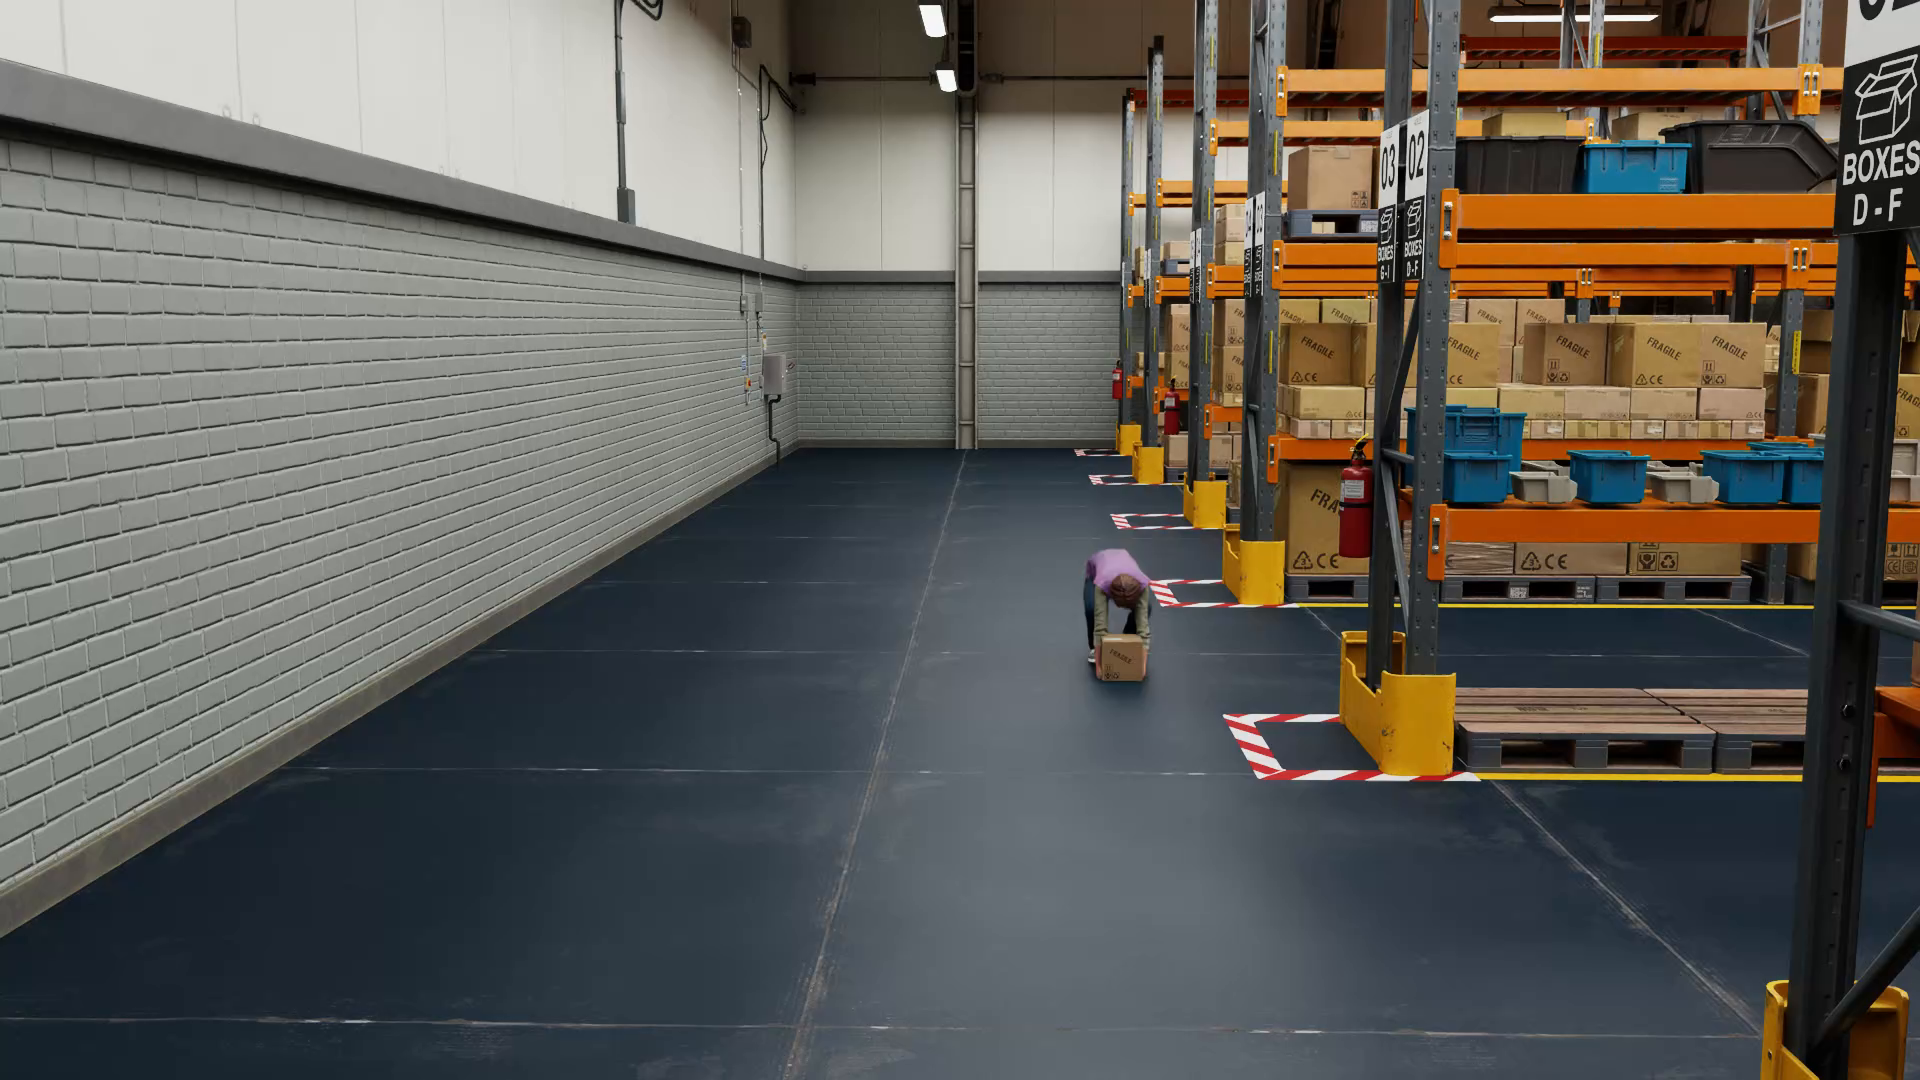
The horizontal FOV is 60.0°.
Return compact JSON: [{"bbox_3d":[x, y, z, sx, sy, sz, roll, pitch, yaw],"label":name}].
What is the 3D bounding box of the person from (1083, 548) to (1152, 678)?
[{"bbox_3d":[1.013,0.481,10.691,0.428,0.723,0.872,0,7,-1],"label":"person"}]
